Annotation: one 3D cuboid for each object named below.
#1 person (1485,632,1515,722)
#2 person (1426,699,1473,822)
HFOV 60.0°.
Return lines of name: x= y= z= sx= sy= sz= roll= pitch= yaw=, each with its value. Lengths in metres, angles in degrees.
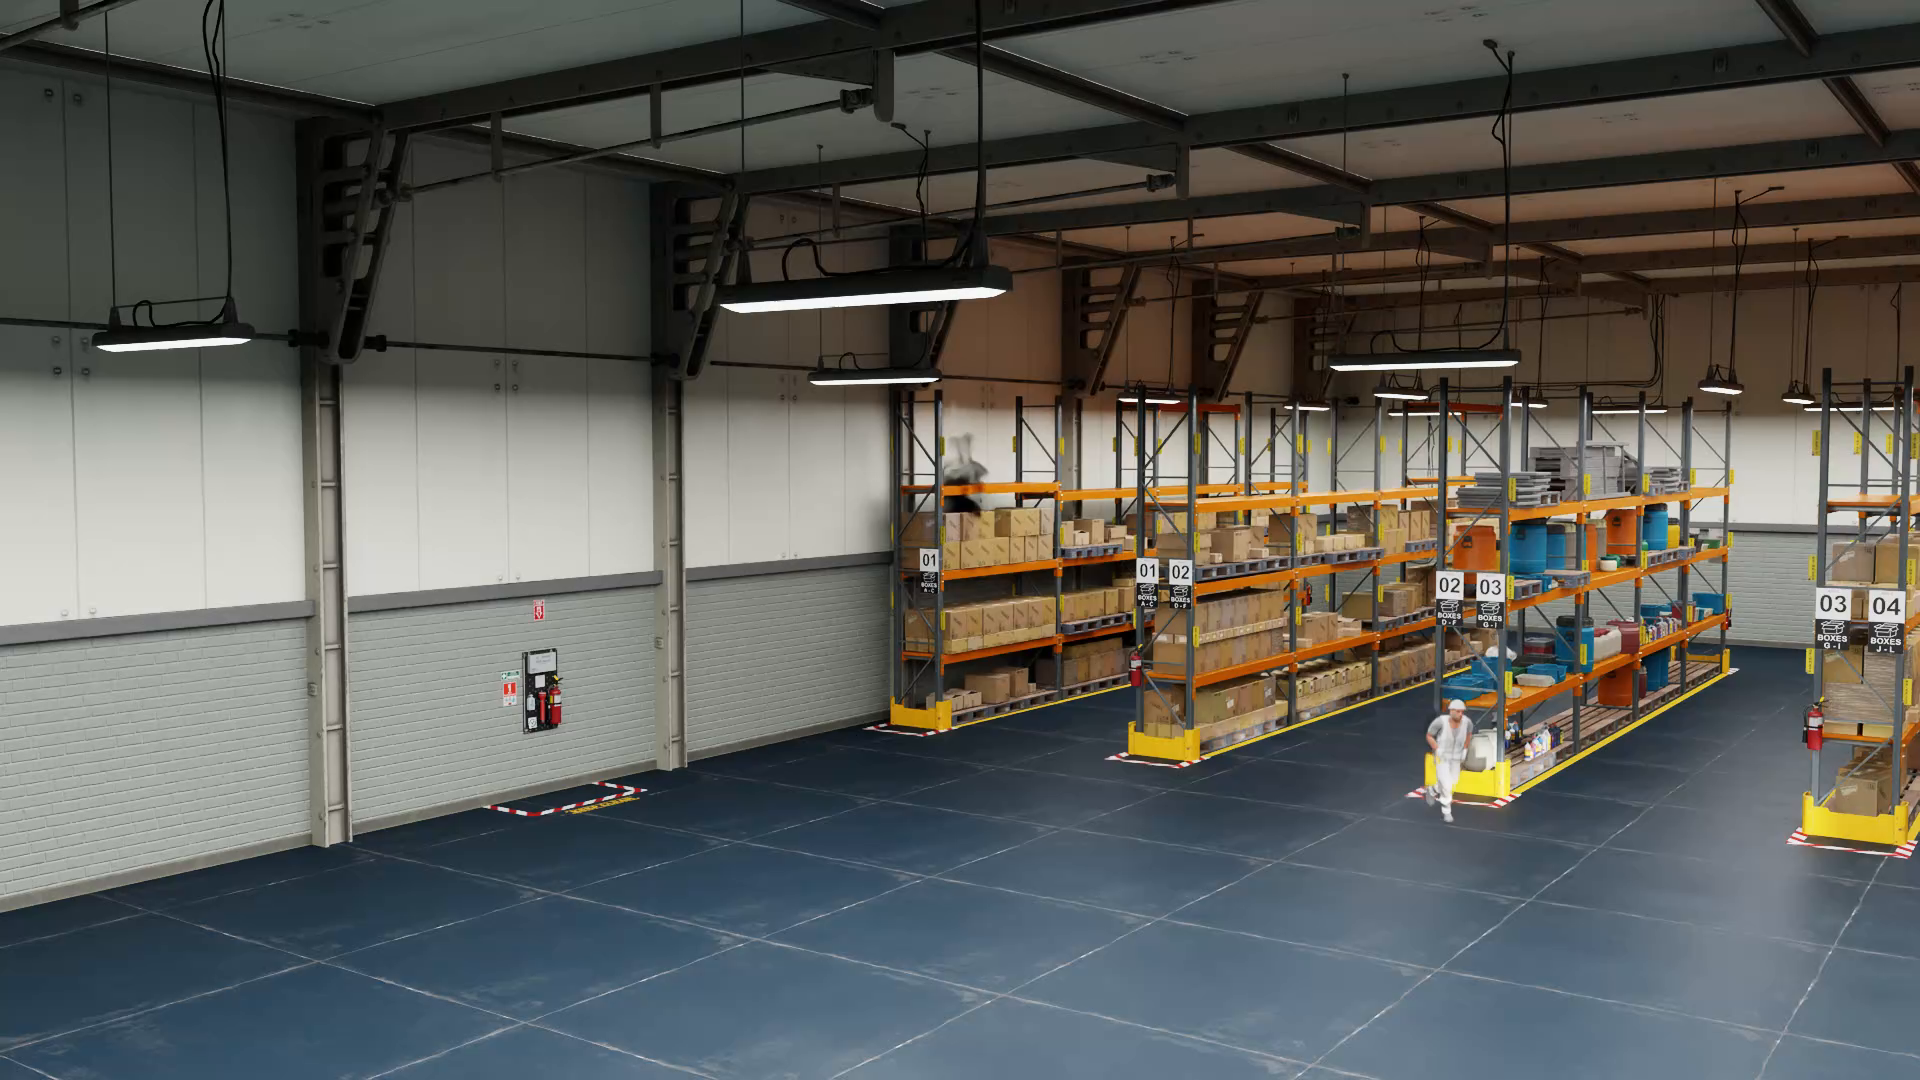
person: x=9.746 y=2.479 z=30.153 sx=0.612 sy=1.648 sz=0.551 roll=2 pitch=4 yaw=34
person: x=6.534 y=2.930 z=22.338 sx=0.638 sy=1.688 sz=0.953 roll=0 pitch=3 yaw=-8
